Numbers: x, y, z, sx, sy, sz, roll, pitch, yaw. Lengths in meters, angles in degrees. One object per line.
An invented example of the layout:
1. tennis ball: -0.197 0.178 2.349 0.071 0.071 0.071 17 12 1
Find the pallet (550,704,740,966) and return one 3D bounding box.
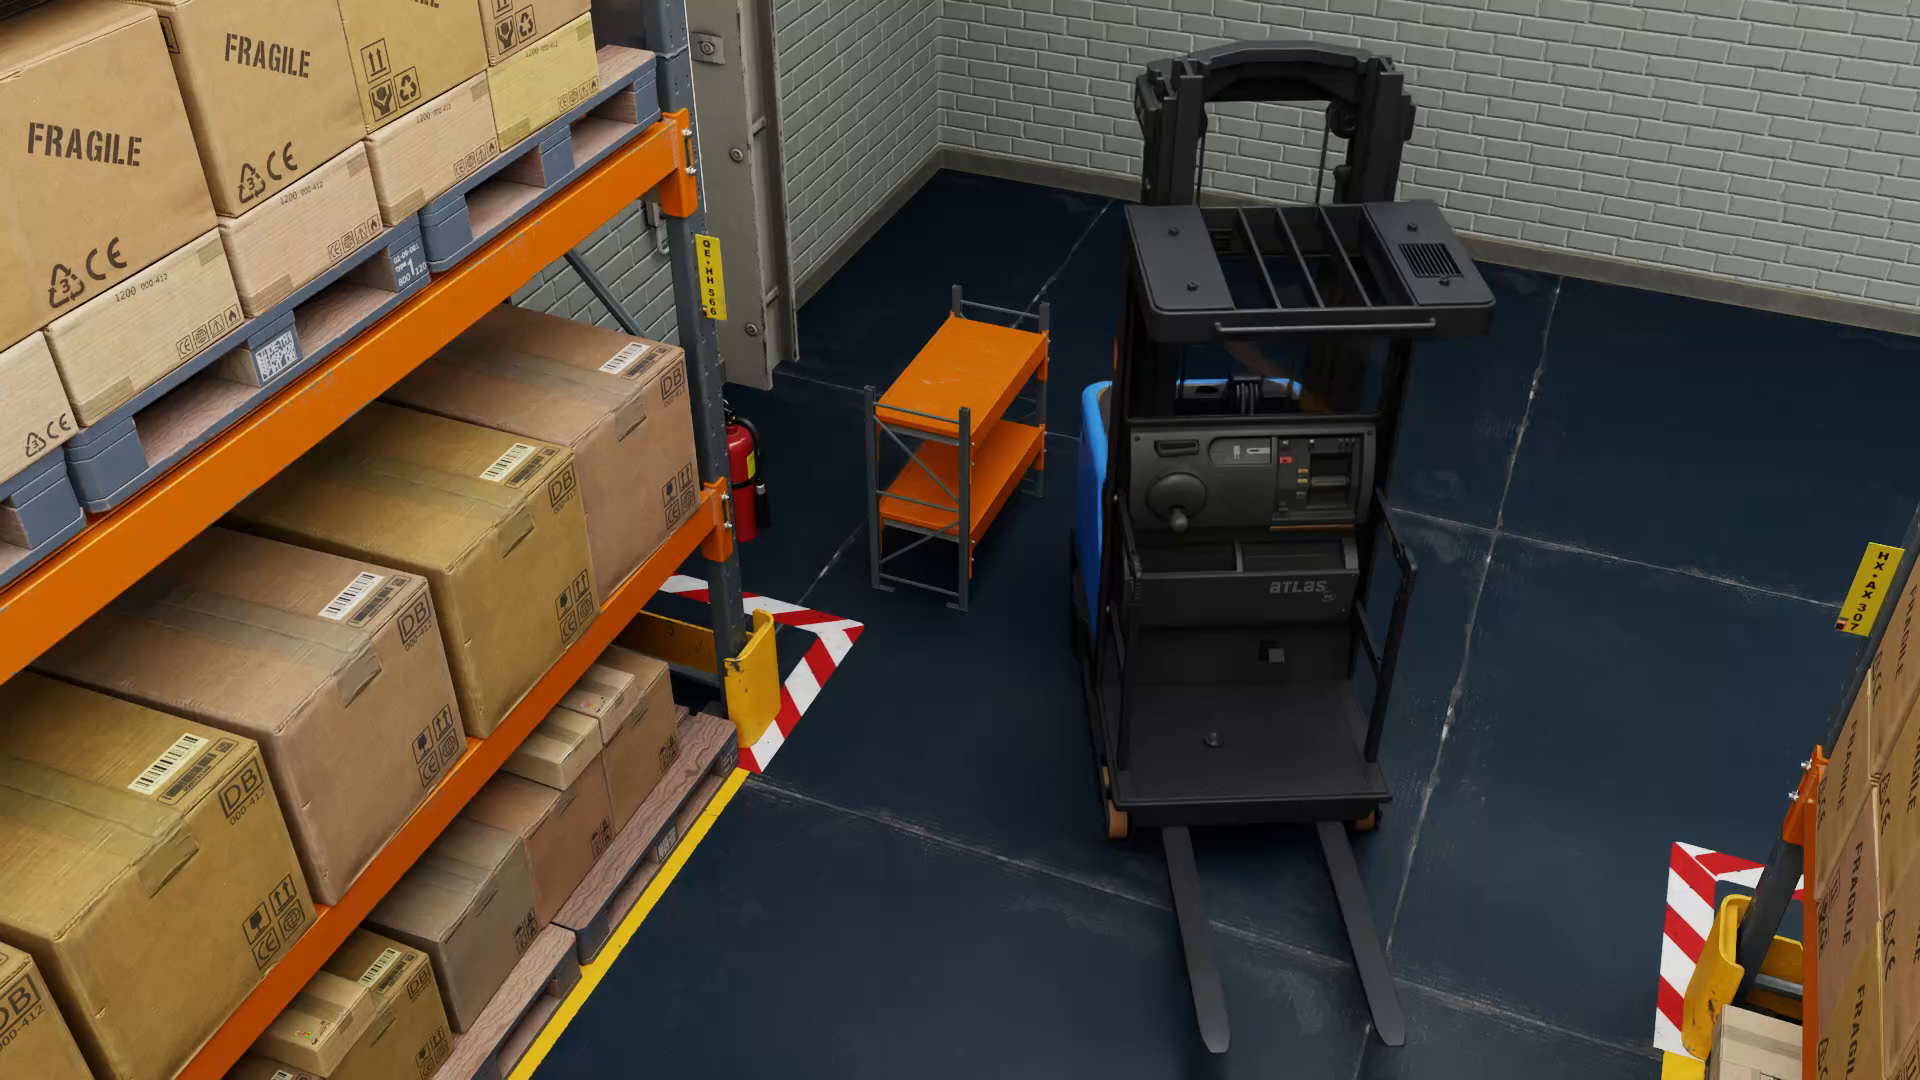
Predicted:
1. pallet: -1.619 1.071 6.743 1.003 0.211 1.213 14 39 18

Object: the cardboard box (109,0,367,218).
1. cardboard box: -1.804 -1.124 3.909 0.500 0.500 0.500 12 38 16

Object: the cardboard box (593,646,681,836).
1. cardboard box: -1.561 0.736 6.598 0.700 0.500 0.500 14 39 18

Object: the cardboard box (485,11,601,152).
1. cardboard box: -1.420 -1.391 4.892 0.500 0.250 0.500 15 39 19

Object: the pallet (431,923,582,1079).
1. pallet: -2.084 1.744 5.842 1.003 0.211 1.213 14 39 18

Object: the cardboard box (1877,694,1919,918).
1. cardboard box: 2.591 0.656 4.050 0.500 0.500 0.500 14 39 18

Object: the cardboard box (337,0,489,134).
1. cardboard box: -1.613 -1.415 4.298 0.500 0.500 0.500 15 39 19

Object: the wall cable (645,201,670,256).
1. wall cable: -1.774 -1.838 7.457 0.084 1.984 1.851 14 39 18

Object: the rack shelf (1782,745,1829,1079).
1. rack shelf: 2.435 2.015 3.751 1.077 0.370 4.000 14 39 18

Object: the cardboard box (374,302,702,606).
1. cardboard box: -1.572 -0.342 6.054 0.980 0.700 0.700 16 40 20

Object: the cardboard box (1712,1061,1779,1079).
1. cardboard box: 2.623 1.870 5.343 0.380 0.166 0.250 14 39 18

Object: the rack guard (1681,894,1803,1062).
1. rack guard: 3.167 1.663 5.709 1.175 0.500 0.348 14 39 18

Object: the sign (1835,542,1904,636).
1. sign: 2.694 0.149 4.923 0.100 0.325 0.005 14 39 18

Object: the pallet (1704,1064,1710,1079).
1. pallet: 2.864 2.220 5.205 1.003 0.211 1.213 14 39 18

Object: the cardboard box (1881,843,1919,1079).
1. cardboard box: 2.396 0.932 3.681 0.500 0.500 0.500 14 39 18

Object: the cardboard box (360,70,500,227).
1. cardboard box: -1.617 -1.102 4.506 0.500 0.250 0.500 12 39 16

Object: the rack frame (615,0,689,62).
1. rack frame: -1.387 -2.910 4.728 1.000 3.000 0.127 14 39 18

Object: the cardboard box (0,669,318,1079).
1. cardboard box: -2.404 0.888 4.407 0.980 0.700 0.700 13 39 17

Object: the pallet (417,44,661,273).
1. pallet: -1.659 -1.260 5.100 1.003 0.211 1.213 14 39 18

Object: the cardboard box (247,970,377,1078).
1. cardboard box: -2.032 1.453 5.097 0.380 0.149 0.250 13 39 16

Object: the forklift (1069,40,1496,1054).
1. forklift: 1.117 -0.167 6.126 1.130 2.935 3.031 -2 37 -2

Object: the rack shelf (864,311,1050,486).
1. rack shelf: 0.003 -0.689 7.845 0.538 0.278 1.000 14 39 18

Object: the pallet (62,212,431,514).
1. pallet: -2.122 -0.582 4.193 1.003 0.211 1.213 14 39 18

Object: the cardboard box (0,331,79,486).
1. cardboard box: -2.195 -0.243 3.357 0.500 0.250 0.500 13 39 17

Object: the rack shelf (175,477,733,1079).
1. rack shelf: -2.148 0.889 5.258 1.077 0.370 4.000 14 39 18

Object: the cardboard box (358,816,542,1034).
1. cardboard box: -1.942 1.292 5.854 0.700 0.500 0.500 13 39 16

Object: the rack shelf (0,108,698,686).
1. rack shelf: -2.148 -0.313 4.360 1.077 0.370 4.000 14 39 18

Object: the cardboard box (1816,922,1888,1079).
1. cardboard box: 2.398 1.329 3.984 0.500 0.500 0.500 14 39 18

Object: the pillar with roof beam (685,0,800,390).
1. pillar with roof beam: 2.822 -3.621 5.680 9.100 9.000 0.400 14 39 18

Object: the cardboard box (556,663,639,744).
1. cardboard box: -1.441 0.589 6.253 0.380 0.149 0.250 13 39 17

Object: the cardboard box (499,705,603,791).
1. cardboard box: -1.538 0.731 6.063 0.380 0.149 0.250 15 39 19

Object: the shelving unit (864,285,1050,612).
1. shelving unit: 0.003 -0.454 8.020 0.538 1.125 1.048 14 39 18

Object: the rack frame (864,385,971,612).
1. rack frame: -0.191 -0.173 7.643 0.500 1.125 0.032 14 39 18

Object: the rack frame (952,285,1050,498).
1. rack frame: 0.196 -0.736 8.396 0.500 1.125 0.032 14 39 18

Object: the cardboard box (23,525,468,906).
1. cardboard box: -2.137 0.483 4.949 0.980 0.700 0.700 12 38 16

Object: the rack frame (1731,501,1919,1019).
1. rack frame: 3.196 0.619 5.017 1.000 3.000 0.127 14 39 18

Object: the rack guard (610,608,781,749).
1. rack guard: -1.378 0.481 7.290 1.175 0.500 0.348 14 39 18

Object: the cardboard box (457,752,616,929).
1. cardboard box: -1.751 1.014 6.227 0.700 0.500 0.500 14 39 18

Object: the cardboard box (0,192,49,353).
1. cardboard box: -2.188 -0.559 3.153 0.500 0.500 0.500 13 39 17

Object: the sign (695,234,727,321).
1. sign: -0.890 -0.934 5.931 0.100 0.325 0.005 14 39 18

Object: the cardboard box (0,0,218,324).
1. cardboard box: -2.005 -0.834 3.521 0.500 0.500 0.500 14 39 18

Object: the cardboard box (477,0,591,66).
1. cardboard box: -1.413 -1.690 4.666 0.500 0.500 0.500 14 39 18

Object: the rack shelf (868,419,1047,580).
1. rack shelf: 0.003 -0.258 8.166 0.538 0.278 1.000 14 39 18

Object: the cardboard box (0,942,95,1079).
1. cardboard box: -2.687 1.291 3.868 0.980 0.700 0.700 14 39 18

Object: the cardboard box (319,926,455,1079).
1. cardboard box: -2.138 1.589 5.457 0.700 0.500 0.500 15 39 19

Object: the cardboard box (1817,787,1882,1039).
1. cardboard box: 2.592 1.052 4.355 0.500 0.500 0.500 13 39 17

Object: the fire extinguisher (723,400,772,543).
1. fire extinguisher: -0.903 -0.305 6.630 0.296 0.674 0.183 14 39 18

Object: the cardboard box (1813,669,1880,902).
1. cardboard box: 2.783 0.765 4.739 0.500 0.500 0.500 15 39 19

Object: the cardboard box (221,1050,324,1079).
1. cardboard box: -2.335 1.873 5.078 0.700 0.500 0.500 13 39 17

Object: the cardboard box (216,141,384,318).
1. cardboard box: -1.810 -0.813 4.119 0.500 0.250 0.500 13 39 16

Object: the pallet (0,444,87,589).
1. pallet: -2.588 0.091 3.293 1.003 0.211 1.213 14 39 18

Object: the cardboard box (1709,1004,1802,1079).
1. cardboard box: 2.719 1.739 5.534 0.380 0.149 0.250 14 39 18

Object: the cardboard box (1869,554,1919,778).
1. cardboard box: 2.783 0.365 4.440 0.500 0.500 0.500 15 39 19

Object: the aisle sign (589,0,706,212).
1. aisle sign: -1.082 -1.520 5.708 0.394 0.787 0.004 14 39 18

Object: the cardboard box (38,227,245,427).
1. cardboard box: -2.007 -0.529 3.739 0.500 0.250 0.500 13 39 17

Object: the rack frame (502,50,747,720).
1. rack frame: -1.387 -0.507 6.524 1.000 3.000 0.127 14 39 18

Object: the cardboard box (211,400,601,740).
1. cardboard box: -1.838 0.063 5.511 0.980 0.700 0.700 14 39 17
